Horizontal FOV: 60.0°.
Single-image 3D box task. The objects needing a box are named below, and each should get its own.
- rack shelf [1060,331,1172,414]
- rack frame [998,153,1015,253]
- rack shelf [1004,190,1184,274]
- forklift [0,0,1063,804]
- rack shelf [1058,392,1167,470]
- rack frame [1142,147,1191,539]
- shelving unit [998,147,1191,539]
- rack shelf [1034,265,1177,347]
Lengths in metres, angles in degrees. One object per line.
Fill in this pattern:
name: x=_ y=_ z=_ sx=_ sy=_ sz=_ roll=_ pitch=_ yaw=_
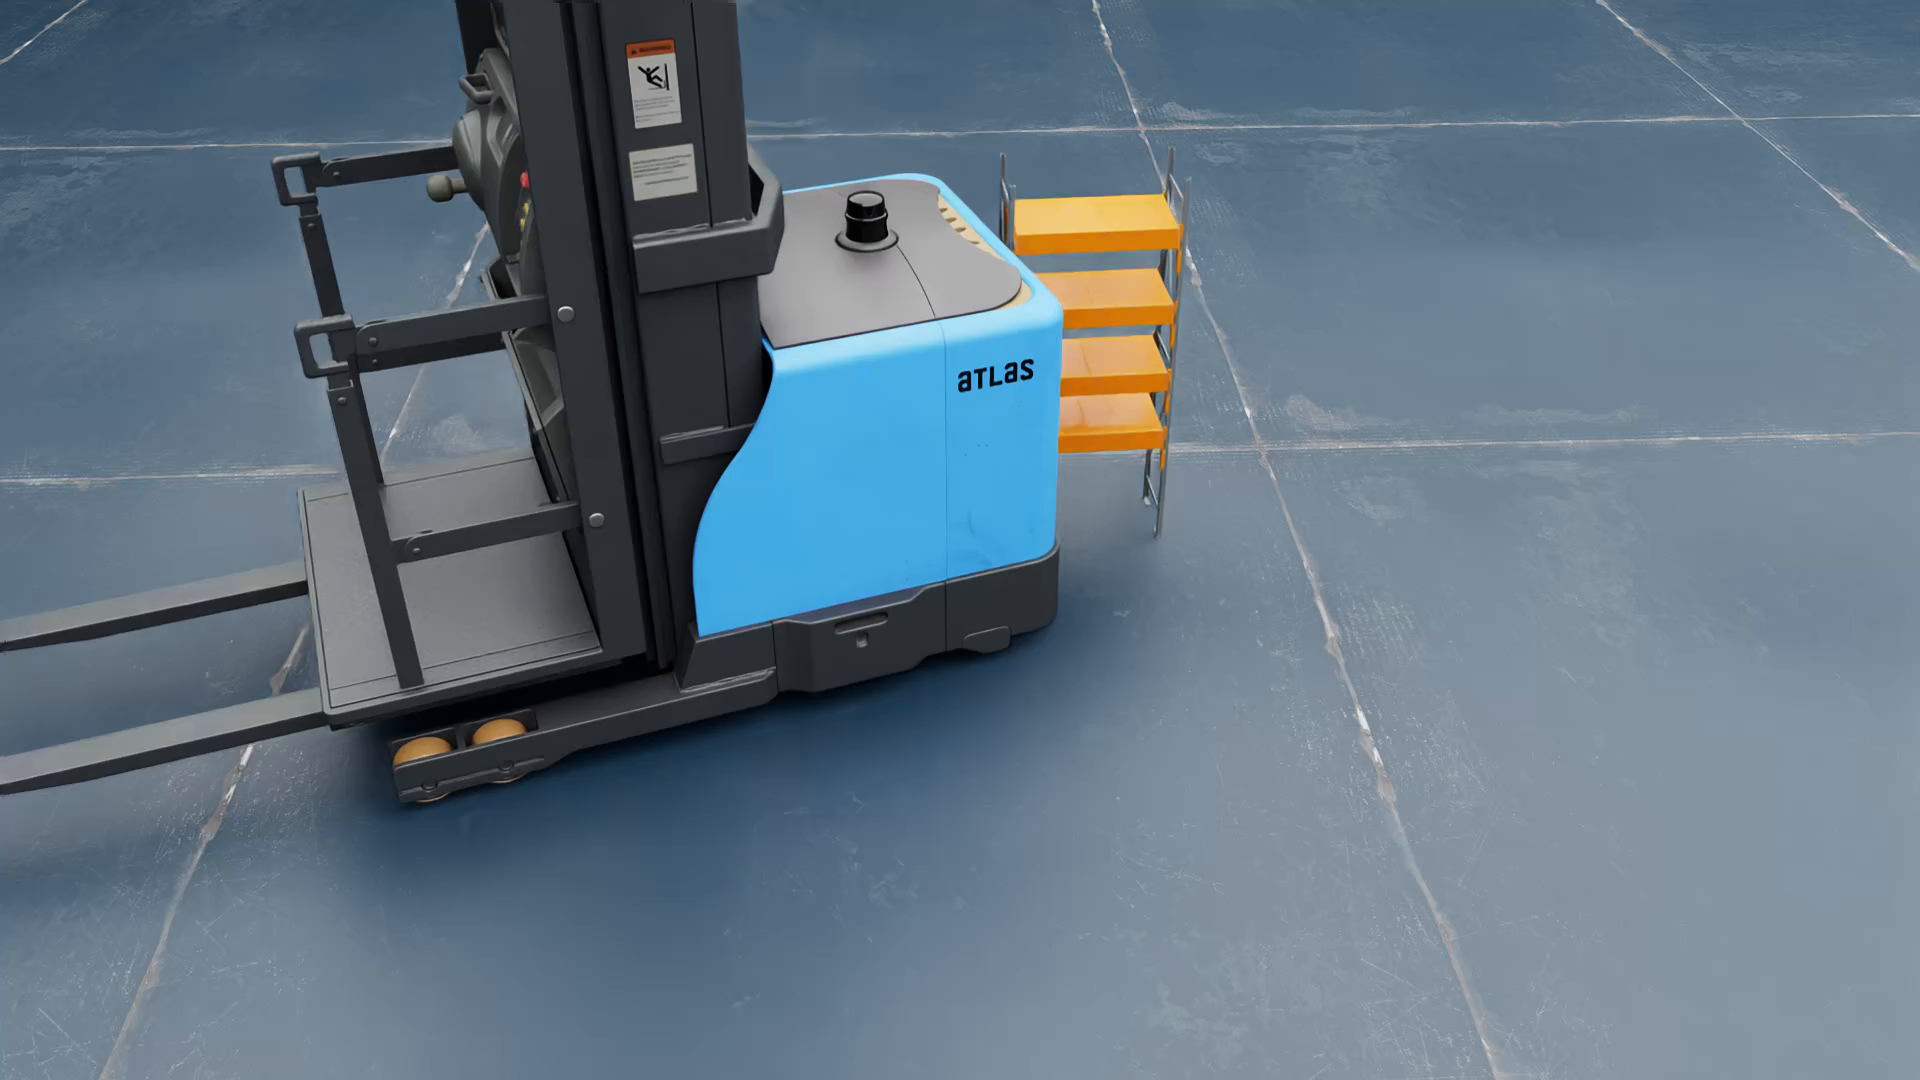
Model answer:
rack shelf: x=0.375 y=-0.497 z=5.032 sx=0.480 sy=0.148 sz=0.258 roll=-3 pitch=35 yaw=-5
rack frame: x=0.132 y=-0.539 z=4.974 sx=0.015 sy=1.200 sz=0.240 roll=-3 pitch=35 yaw=-5
rack shelf: x=0.375 y=-0.876 z=4.770 sx=0.480 sy=0.148 sz=0.258 roll=-3 pitch=35 yaw=-5
forklift: x=-1.289 y=-0.873 z=3.936 sx=3.031 sy=2.935 sz=1.130 roll=-13 pitch=37 yaw=-18
rack shelf: x=0.375 y=-0.334 z=5.145 sx=0.480 sy=0.148 sz=0.258 roll=-3 pitch=35 yaw=-5
rack frame: x=0.618 y=-0.566 z=5.014 sx=0.015 sy=1.200 sz=0.240 roll=-3 pitch=35 yaw=-5
shelving unit: x=0.375 y=-0.552 z=4.994 sx=0.503 sy=1.200 sz=0.258 roll=-3 pitch=35 yaw=-5
rack shelf: x=0.375 y=-0.681 z=4.905 sx=0.480 sy=0.148 sz=0.258 roll=-3 pitch=35 yaw=-5
